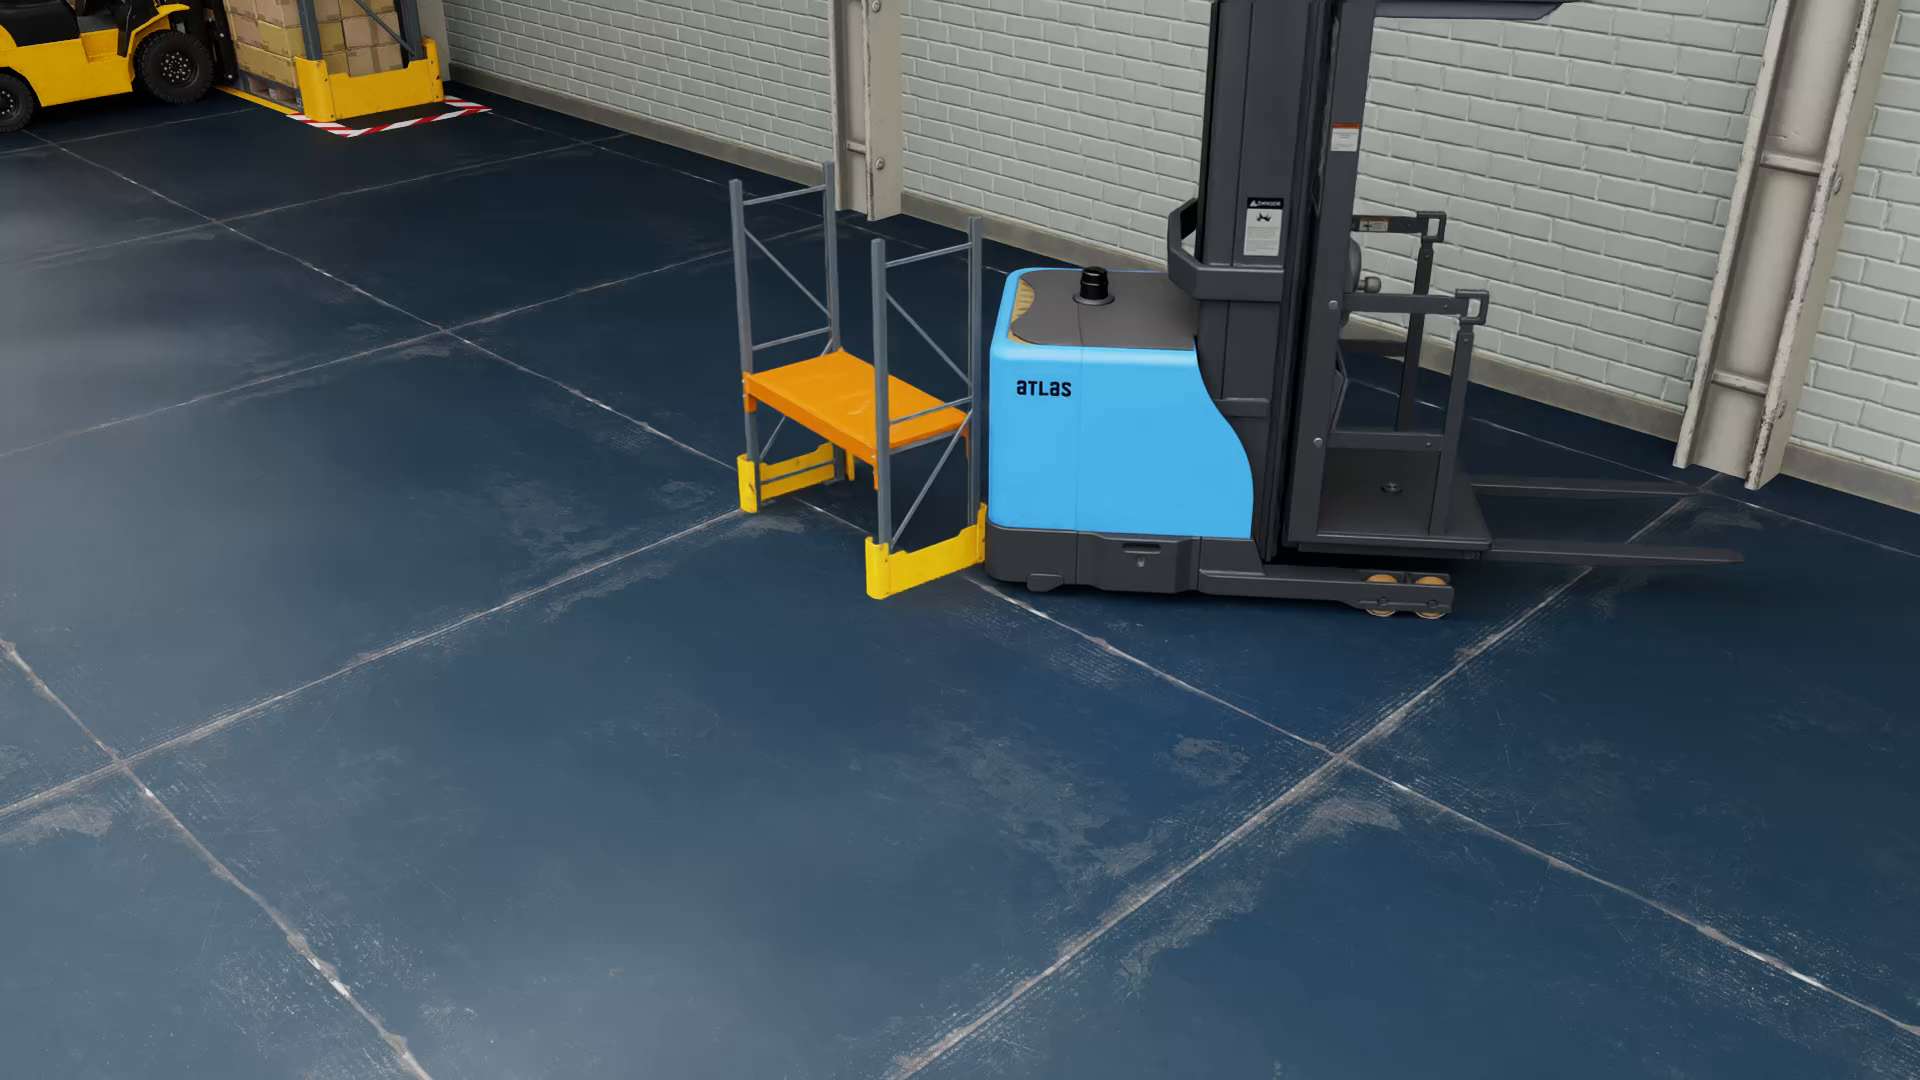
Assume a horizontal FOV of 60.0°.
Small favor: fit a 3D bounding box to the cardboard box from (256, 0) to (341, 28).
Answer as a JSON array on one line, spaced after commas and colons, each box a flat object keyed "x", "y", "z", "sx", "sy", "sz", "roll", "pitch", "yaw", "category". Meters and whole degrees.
[{"x": -5.595, "y": -4.518, "z": 14.049, "sx": 0.500, "sy": 0.250, "sz": 0.500, "roll": -24, "pitch": 36, "yaw": -38, "category": "cardboard box"}]

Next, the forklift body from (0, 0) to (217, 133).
[{"x": -7.679, "y": -4.698, "z": 13.873, "sx": 1.214, "sy": 2.155, "sz": 2.313, "roll": 25, "pitch": 36, "yaw": 38, "category": "forklift body"}]

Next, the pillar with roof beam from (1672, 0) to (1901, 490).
[{"x": 0.626, "y": -2.898, "z": 3.092, "sx": 0.400, "sy": 9.000, "sz": 9.100, "roll": 25, "pitch": 36, "yaw": 38, "category": "pillar with roof beam"}]

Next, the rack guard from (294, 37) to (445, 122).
[{"x": -5.031, "y": -3.946, "z": 14.217, "sx": 0.348, "sy": 0.500, "sz": 1.175, "roll": 25, "pitch": 36, "yaw": 38, "category": "rack guard"}]

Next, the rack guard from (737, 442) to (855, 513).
[{"x": -0.743, "y": -0.328, "z": 7.606, "sx": 0.587, "sy": 0.250, "sz": 0.087, "roll": -20, "pitch": 34, "yaw": -33, "category": "rack guard"}]

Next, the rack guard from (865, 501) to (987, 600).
[{"x": -0.134, "y": 0.038, "z": 6.909, "sx": 0.587, "sy": 0.250, "sz": 0.087, "roll": -20, "pitch": 34, "yaw": -33, "category": "rack guard"}]

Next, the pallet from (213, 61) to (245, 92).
[{"x": -6.489, "y": -4.460, "z": 15.505, "sx": 1.213, "sy": 0.211, "sz": 1.003, "roll": 25, "pitch": 36, "yaw": 38, "category": "pallet"}]

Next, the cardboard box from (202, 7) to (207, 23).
[{"x": -6.702, "y": -4.799, "z": 15.119, "sx": 0.500, "sy": 0.250, "sz": 0.500, "roll": 24, "pitch": 36, "yaw": 38, "category": "cardboard box"}]

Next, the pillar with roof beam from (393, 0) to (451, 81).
[{"x": -7.931, "y": -6.813, "z": 10.538, "sx": 0.400, "sy": 9.000, "sz": 9.100, "roll": 25, "pitch": 36, "yaw": 38, "category": "pillar with roof beam"}]

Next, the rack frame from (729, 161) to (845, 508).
[{"x": -0.744, "y": -0.882, "z": 7.316, "sx": 0.500, "sy": 1.500, "sz": 0.032, "roll": -20, "pitch": 34, "yaw": -33, "category": "rack frame"}]

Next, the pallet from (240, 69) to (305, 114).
[{"x": -5.623, "y": -4.062, "z": 14.748, "sx": 1.213, "sy": 0.211, "sz": 1.003, "roll": 25, "pitch": 36, "yaw": 38, "category": "pallet"}]

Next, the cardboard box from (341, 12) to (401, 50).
[{"x": -5.238, "y": -4.473, "z": 14.499, "sx": 0.500, "sy": 0.250, "sz": 0.500, "roll": -25, "pitch": 36, "yaw": -38, "category": "cardboard box"}]

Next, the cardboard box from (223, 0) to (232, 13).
[{"x": -6.330, "y": -4.844, "z": 14.669, "sx": 0.500, "sy": 0.250, "sz": 0.500, "roll": -25, "pitch": 37, "yaw": -39, "category": "cardboard box"}]

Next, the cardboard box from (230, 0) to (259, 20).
[{"x": -5.963, "y": -4.683, "z": 14.362, "sx": 0.500, "sy": 0.250, "sz": 0.500, "roll": -25, "pitch": 36, "yaw": -38, "category": "cardboard box"}]

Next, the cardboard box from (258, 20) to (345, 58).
[{"x": -5.614, "y": -4.305, "z": 14.181, "sx": 0.500, "sy": 0.250, "sz": 0.500, "roll": 24, "pitch": 36, "yaw": 38, "category": "cardboard box"}]

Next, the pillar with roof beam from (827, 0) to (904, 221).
[{"x": -3.653, "y": -4.855, "z": 6.815, "sx": 0.400, "sy": 9.000, "sz": 9.100, "roll": 25, "pitch": 36, "yaw": 38, "category": "pillar with roof beam"}]

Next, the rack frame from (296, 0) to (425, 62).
[{"x": -5.048, "y": -5.060, "z": 13.651, "sx": 0.127, "sy": 3.000, "sz": 1.000, "roll": 25, "pitch": 36, "yaw": 38, "category": "rack frame"}]

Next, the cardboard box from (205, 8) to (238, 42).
[{"x": -6.347, "y": -4.634, "z": 14.806, "sx": 0.500, "sy": 0.250, "sz": 0.500, "roll": 24, "pitch": 36, "yaw": 37, "category": "cardboard box"}]

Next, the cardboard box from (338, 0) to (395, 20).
[{"x": -5.258, "y": -4.691, "z": 14.378, "sx": 0.500, "sy": 0.250, "sz": 0.500, "roll": 24, "pitch": 36, "yaw": 38, "category": "cardboard box"}]

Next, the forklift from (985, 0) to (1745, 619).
[{"x": 1.652, "y": -1.243, "z": 6.464, "sx": 3.031, "sy": 2.935, "sz": 1.130, "roll": 3, "pitch": 28, "yaw": 5, "category": "forklift"}]

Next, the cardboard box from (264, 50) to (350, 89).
[{"x": -5.605, "y": -4.078, "z": 14.285, "sx": 0.500, "sy": 0.250, "sz": 0.500, "roll": 25, "pitch": 37, "yaw": 39, "category": "cardboard box"}]

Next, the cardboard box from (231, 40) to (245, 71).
[{"x": -6.303, "y": -4.409, "z": 14.916, "sx": 0.500, "sy": 0.250, "sz": 0.500, "roll": -25, "pitch": 37, "yaw": -39, "category": "cardboard box"}]

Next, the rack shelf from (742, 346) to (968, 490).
[{"x": -0.433, "y": -0.536, "z": 7.044, "sx": 0.538, "sy": 0.185, "sz": 1.000, "roll": -20, "pitch": 34, "yaw": -33, "category": "rack shelf"}]

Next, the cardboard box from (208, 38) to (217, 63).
[{"x": -6.689, "y": -4.571, "z": 15.224, "sx": 0.500, "sy": 0.250, "sz": 0.500, "roll": -24, "pitch": 36, "yaw": -38, "category": "cardboard box"}]

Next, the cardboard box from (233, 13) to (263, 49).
[{"x": -5.965, "y": -4.473, "z": 14.499, "sx": 0.500, "sy": 0.250, "sz": 0.500, "roll": 24, "pitch": 36, "yaw": 38, "category": "cardboard box"}]

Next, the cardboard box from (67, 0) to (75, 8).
[{"x": -8.828, "y": -5.923, "z": 17.391, "sx": 0.625, "sy": 0.625, "sz": 0.875, "roll": 24, "pitch": 36, "yaw": 38, "category": "cardboard box"}]

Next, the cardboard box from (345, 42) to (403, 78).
[{"x": -5.261, "y": -4.254, "z": 14.621, "sx": 0.500, "sy": 0.250, "sz": 0.500, "roll": 25, "pitch": 37, "yaw": 39, "category": "cardboard box"}]

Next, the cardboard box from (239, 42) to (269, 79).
[{"x": -5.953, "y": -4.243, "z": 14.599, "sx": 0.500, "sy": 0.250, "sz": 0.500, "roll": 25, "pitch": 36, "yaw": 38, "category": "cardboard box"}]

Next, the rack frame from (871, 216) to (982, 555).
[{"x": -0.122, "y": -0.508, "z": 6.604, "sx": 0.500, "sy": 1.500, "sz": 0.032, "roll": -20, "pitch": 34, "yaw": -33, "category": "rack frame"}]

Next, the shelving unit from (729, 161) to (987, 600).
[{"x": -0.438, "y": -0.698, "z": 6.967, "sx": 0.587, "sy": 1.500, "sz": 1.083, "roll": -20, "pitch": 34, "yaw": -33, "category": "shelving unit"}]
